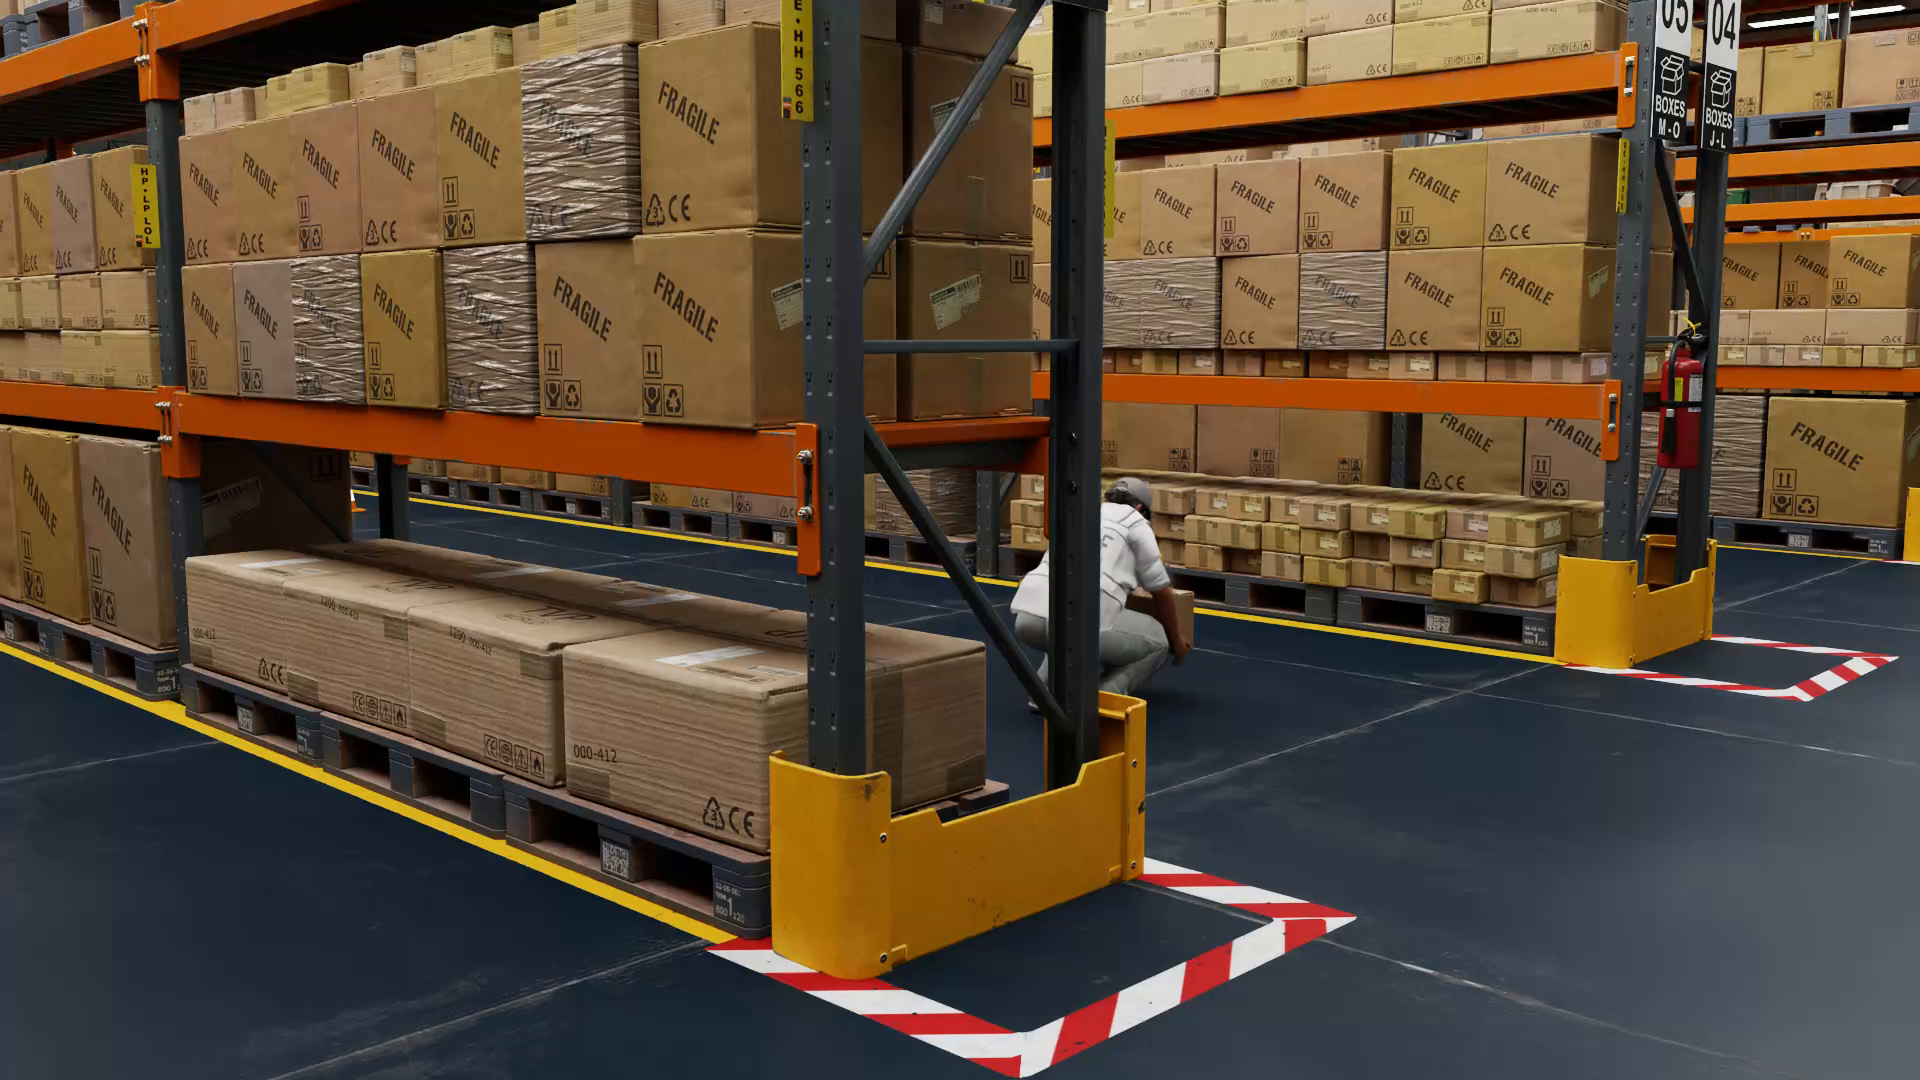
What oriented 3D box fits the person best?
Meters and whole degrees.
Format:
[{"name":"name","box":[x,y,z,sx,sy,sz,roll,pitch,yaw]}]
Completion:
[{"name":"person","box":[0.580,0.235,6.823,0.519,0.952,0.849,7,10,42]}]
